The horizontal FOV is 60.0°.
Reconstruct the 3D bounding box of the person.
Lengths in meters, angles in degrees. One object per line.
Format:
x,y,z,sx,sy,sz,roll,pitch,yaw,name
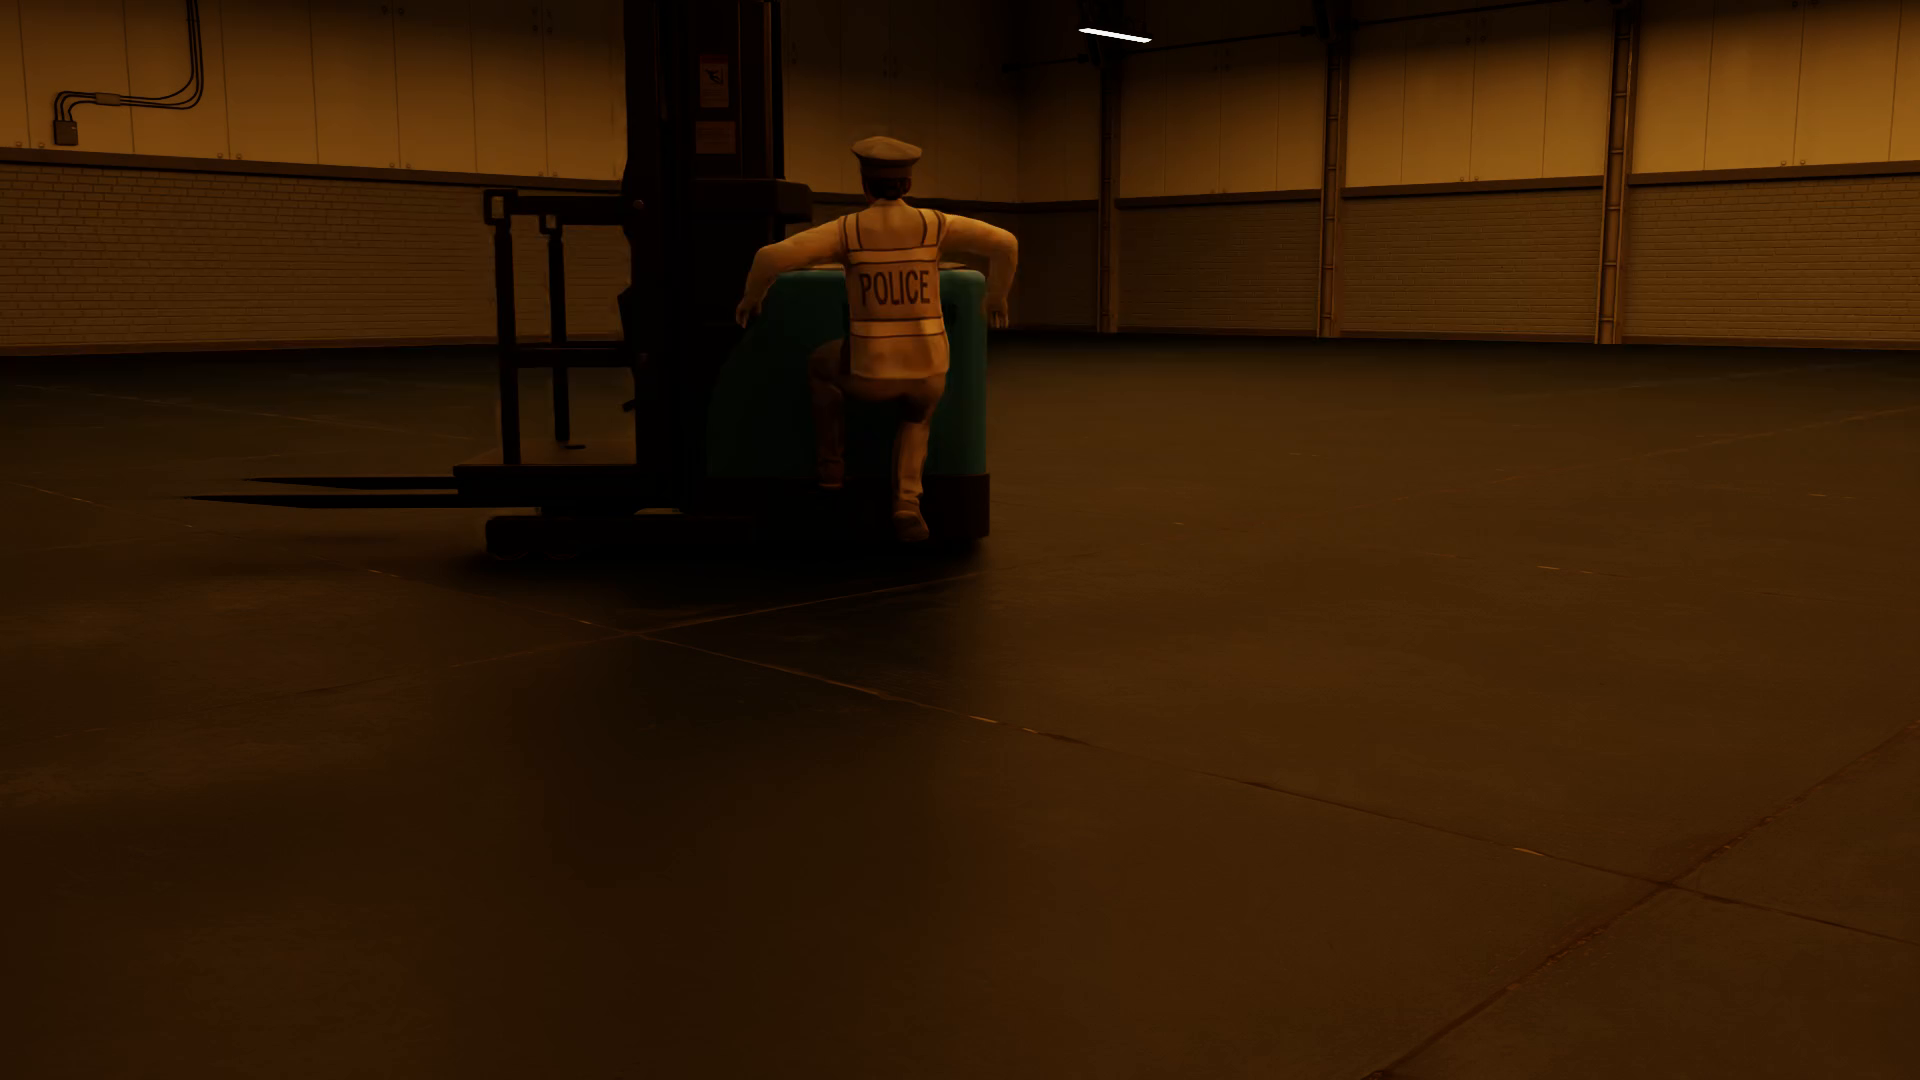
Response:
-0.310,-0.702,6.000,0.991,1.454,0.767,-2,9,-10,person

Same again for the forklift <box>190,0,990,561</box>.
-1.421,-1.451,6.509,3.031,2.935,1.130,0,9,-3,forklift
